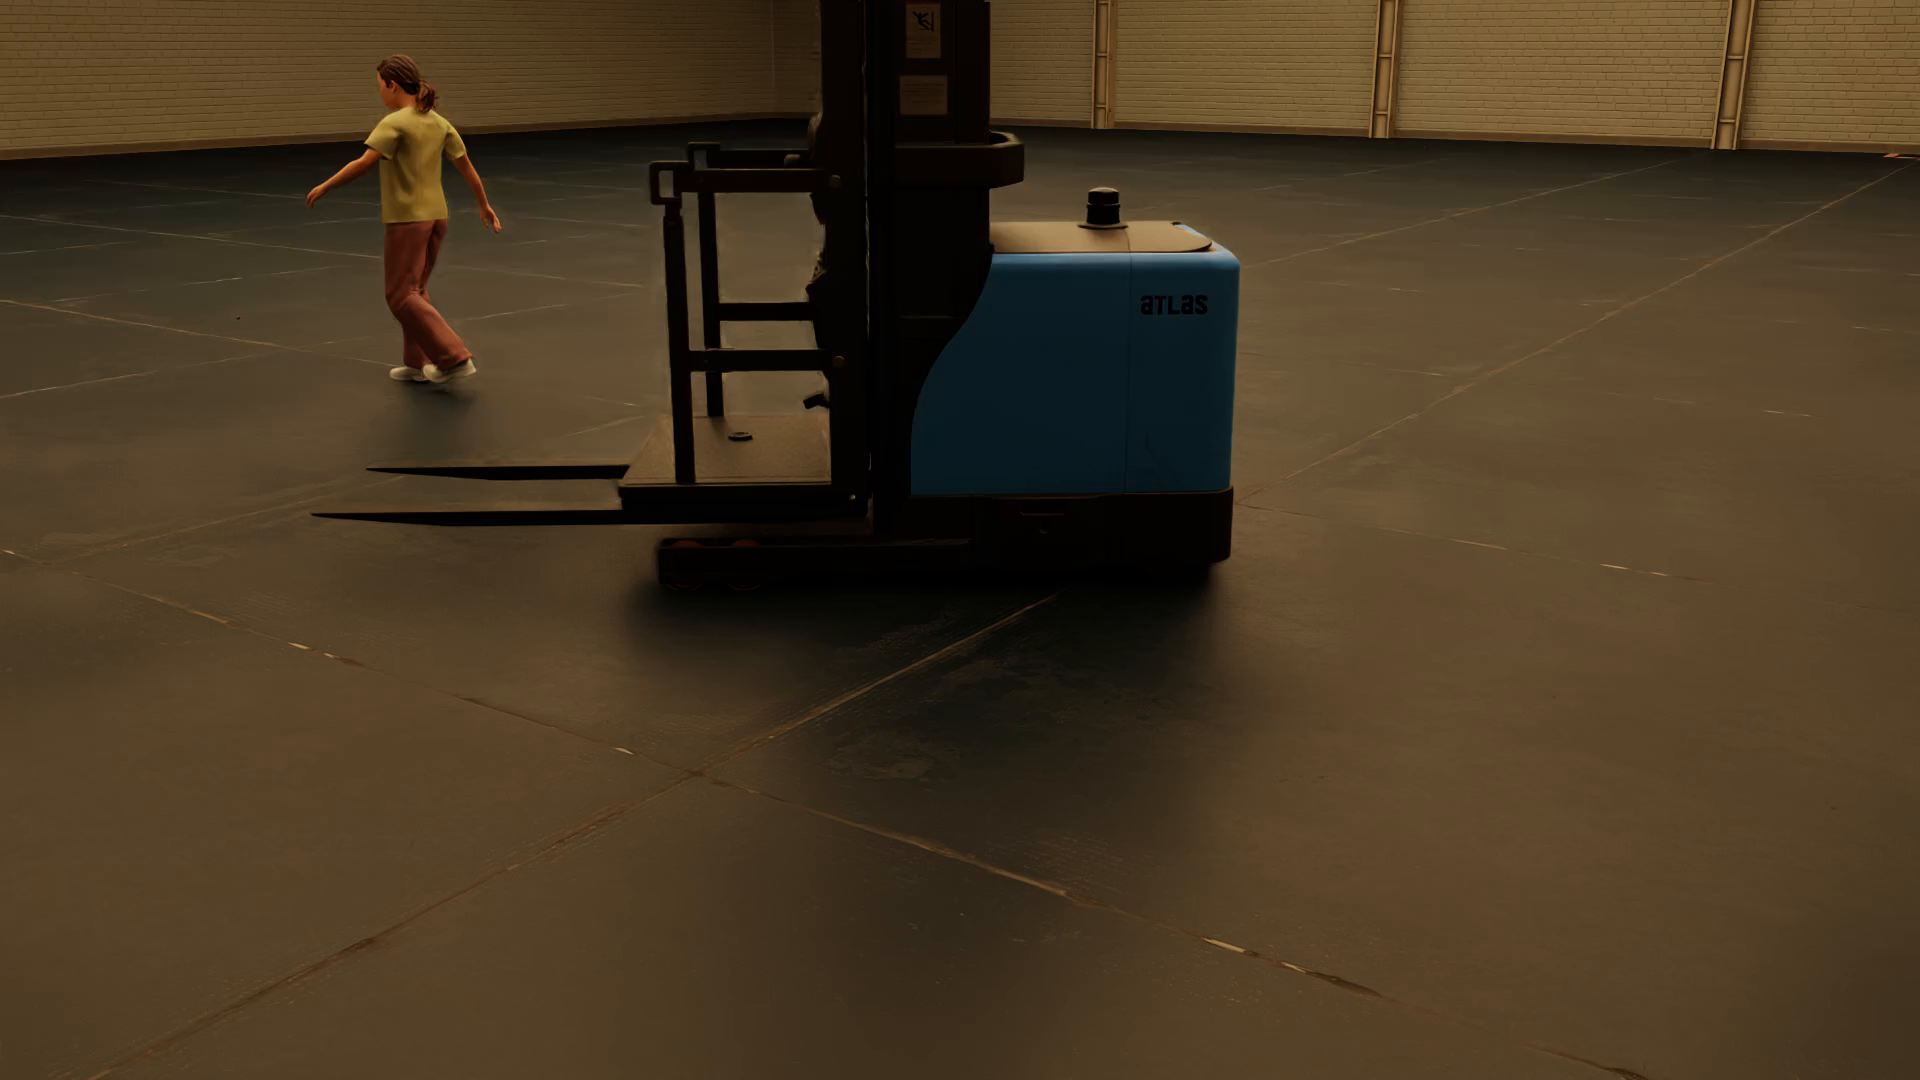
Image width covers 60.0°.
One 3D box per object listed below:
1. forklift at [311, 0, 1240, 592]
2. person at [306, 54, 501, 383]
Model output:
[{"bbox_3d":[-0.634,-1.390,5.482,3.031,2.935,1.130,-1,17,-2],"label":"forklift"},{"bbox_3d":[-2.745,-1.597,8.419,0.700,1.659,0.837,6,18,20],"label":"person"}]
